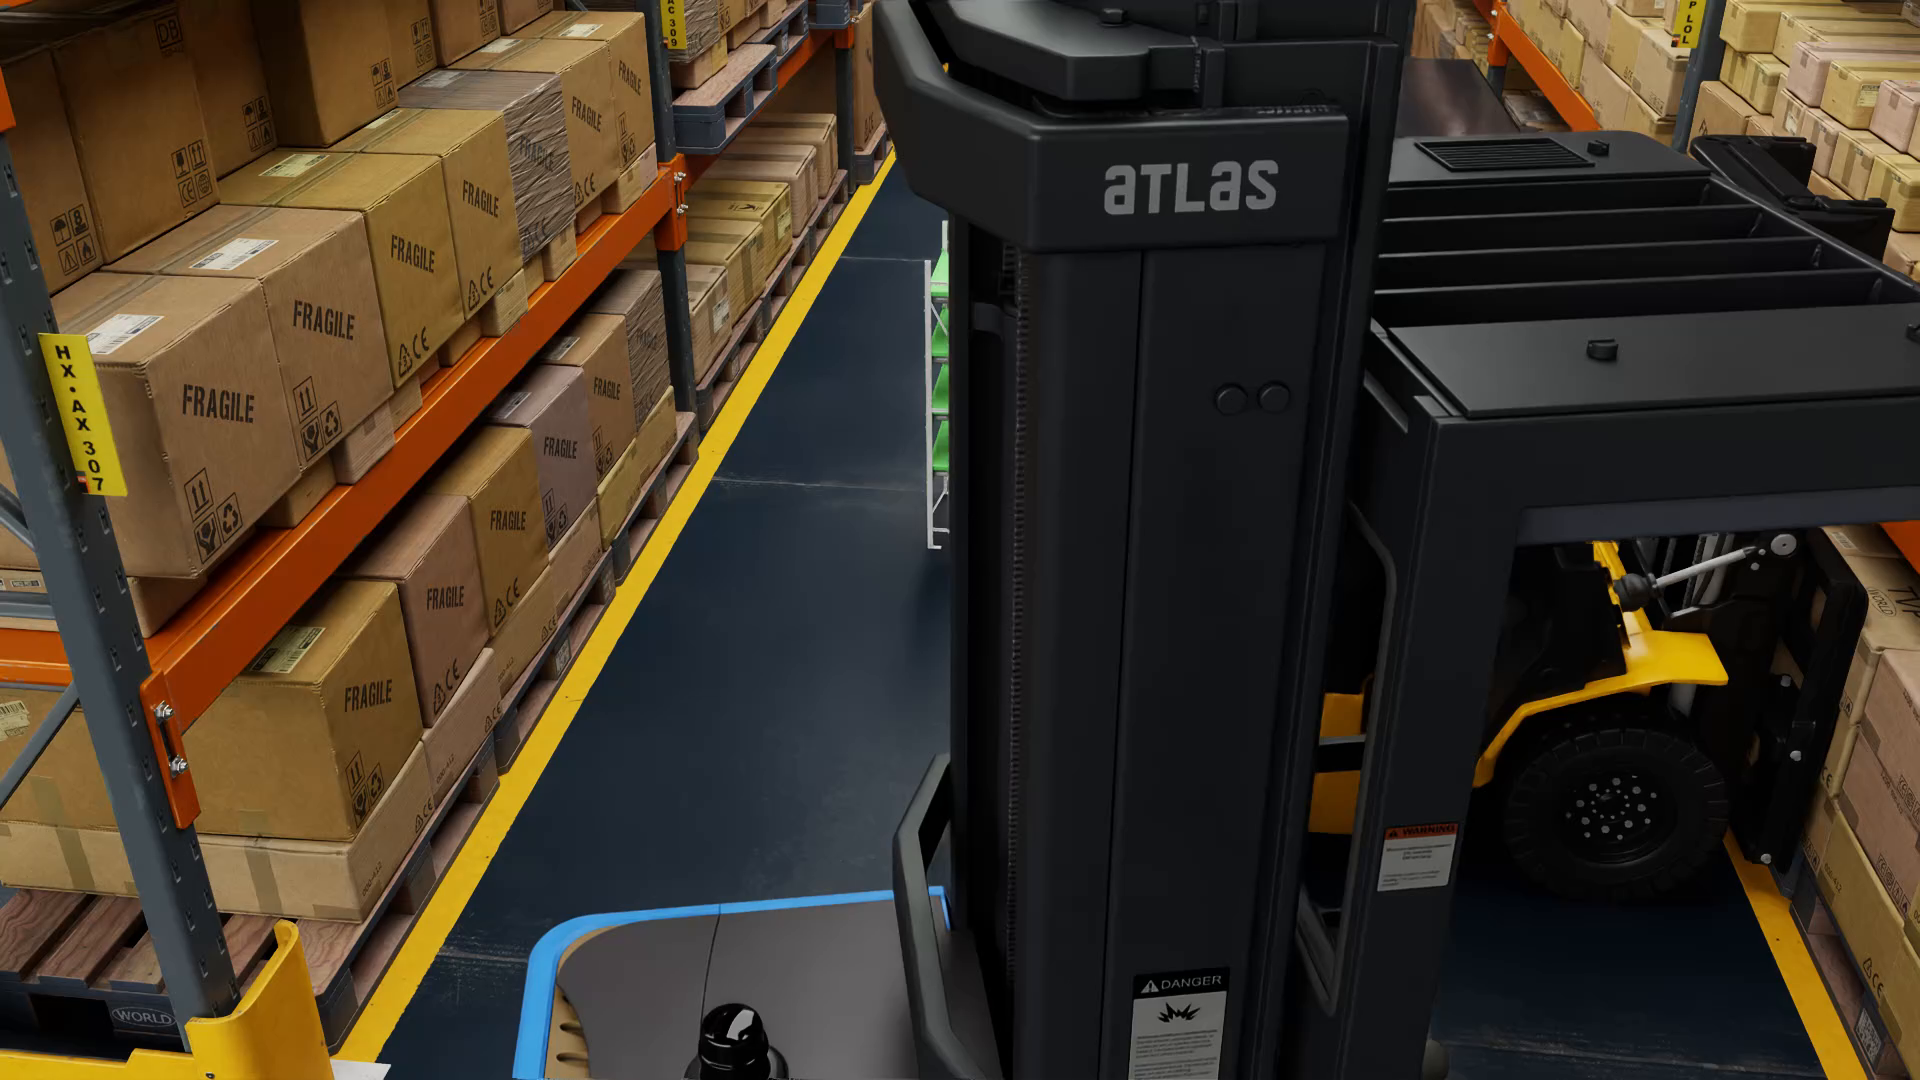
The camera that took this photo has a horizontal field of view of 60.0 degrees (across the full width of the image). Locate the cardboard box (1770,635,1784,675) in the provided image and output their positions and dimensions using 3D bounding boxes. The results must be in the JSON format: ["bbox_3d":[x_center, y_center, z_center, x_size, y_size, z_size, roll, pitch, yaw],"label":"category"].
[{"bbox_3d":[2.680,0.249,5.054,0.500,0.250,0.500,3,28,6],"label":"cardboard box"}]

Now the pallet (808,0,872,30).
[{"bbox_3d":[-1.177,-3.220,9.767,1.213,0.211,1.003,3,28,6],"label":"pallet"}]

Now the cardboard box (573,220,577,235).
[{"bbox_3d":[-1.600,-1.132,5.953,0.380,0.149,0.250,3,28,5],"label":"cardboard box"}]

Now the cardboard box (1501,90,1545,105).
[{"bbox_3d":[3.570,-2.656,10.710,0.500,0.500,0.500,4,29,8],"label":"cardboard box"}]

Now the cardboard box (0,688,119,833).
[{"bbox_3d":[-2.337,0.422,4.469,0.500,0.500,0.500,4,29,7],"label":"cardboard box"}]

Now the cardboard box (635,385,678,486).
[{"bbox_3d":[-1.491,-0.444,6.868,0.500,0.250,0.500,5,29,9],"label":"cardboard box"}]

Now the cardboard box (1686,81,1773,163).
[{"bbox_3d":[2.928,-1.327,5.945,0.500,0.500,0.500,3,28,5],"label":"cardboard box"}]

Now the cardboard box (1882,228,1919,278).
[{"bbox_3d":[2.736,-0.607,4.609,0.500,0.500,0.500,4,29,7],"label":"cardboard box"}]

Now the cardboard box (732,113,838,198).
[{"bbox_3d":[-1.275,-2.409,10.387,0.950,0.372,0.625,1,28,3],"label":"cardboard box"}]

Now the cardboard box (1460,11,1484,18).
[{"bbox_3d":[3.811,-3.712,11.987,0.380,0.149,0.250,3,29,6],"label":"cardboard box"}]

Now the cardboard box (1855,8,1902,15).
[{"bbox_3d":[3.497,-1.959,6.435,0.380,0.149,0.250,3,28,5],"label":"cardboard box"}]

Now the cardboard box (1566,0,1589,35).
[{"bbox_3d":[3.252,-2.596,8.038,0.500,0.250,0.500,4,29,7],"label":"cardboard box"}]

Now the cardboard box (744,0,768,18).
[{"bbox_3d":[-1.209,-2.795,7.914,0.500,0.500,0.500,3,28,6],"label":"cardboard box"}]

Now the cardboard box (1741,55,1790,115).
[{"bbox_3d":[2.911,-1.550,5.675,0.380,0.149,0.250,4,29,7],"label":"cardboard box"}]

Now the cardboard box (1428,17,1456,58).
[{"bbox_3d":[3.818,-3.627,12.512,0.500,0.500,0.500,3,28,5],"label":"cardboard box"}]

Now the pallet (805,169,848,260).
[{"bbox_3d":[-1.293,-2.051,10.335,1.003,0.211,1.213,3,28,6],"label":"pallet"}]

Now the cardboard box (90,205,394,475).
[{"bbox_3d":[-1.782,-0.507,4.109,0.500,0.500,0.500,4,29,8],"label":"cardboard box"}]

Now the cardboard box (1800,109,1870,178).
[{"bbox_3d":[2.769,-1.190,5.007,0.380,0.149,0.250,3,28,6],"label":"cardboard box"}]

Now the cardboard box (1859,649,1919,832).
[{"bbox_3d":[2.554,0.516,4.032,0.500,0.250,0.500,4,29,7],"label":"cardboard box"}]

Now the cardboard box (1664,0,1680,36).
[{"bbox_3d":[3.076,-2.103,6.701,0.380,0.149,0.250,3,28,5],"label":"cardboard box"}]

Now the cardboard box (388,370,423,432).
[{"bbox_3d":[-1.724,-0.398,4.592,0.380,0.149,0.250,4,29,8],"label":"cardboard box"}]

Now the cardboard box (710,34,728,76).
[{"bbox_3d":[-1.265,-2.197,7.487,0.380,0.149,0.250,4,29,7],"label":"cardboard box"}]

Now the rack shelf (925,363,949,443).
[{"bbox_3d":[0.020,-0.550,6.640,0.258,0.148,0.480,3,28,6],"label":"rack shelf"}]

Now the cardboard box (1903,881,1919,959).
[{"bbox_3d":[2.500,0.964,3.727,0.500,0.250,0.500,3,28,6],"label":"cardboard box"}]

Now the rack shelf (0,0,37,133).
[{"bbox_3d":[-1.931,-1.826,4.573,1.077,0.370,4.000,3,28,6],"label":"rack shelf"}]

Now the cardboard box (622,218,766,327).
[{"bbox_3d":[-1.539,-1.377,8.472,0.950,0.372,0.625,5,29,9],"label":"cardboard box"}]

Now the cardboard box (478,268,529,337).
[{"bbox_3d":[-1.600,-0.764,5.270,0.380,0.149,0.250,4,29,7],"label":"cardboard box"}]

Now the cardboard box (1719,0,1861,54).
[{"bbox_3d":[2.907,-1.805,5.834,0.380,0.149,0.250,4,29,7],"label":"cardboard box"}]

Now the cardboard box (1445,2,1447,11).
[{"bbox_3d":[3.916,-4.073,12.657,0.380,0.149,0.250,3,28,5],"label":"cardboard box"}]

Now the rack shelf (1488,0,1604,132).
[{"bbox_3d":[3.486,-2.102,8.247,1.077,0.370,4.000,3,28,6],"label":"rack shelf"}]

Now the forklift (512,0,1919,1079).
[{"bbox_3d":[0.735,0.509,2.715,3.031,2.935,1.130,-3,29,-6],"label":"forklift"}]

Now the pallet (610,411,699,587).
[{"bbox_3d":[-1.733,-0.218,6.932,1.003,0.211,1.213,3,28,6],"label":"pallet"}]

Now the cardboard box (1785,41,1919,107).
[{"bbox_3d":[2.809,-1.440,5.158,0.380,0.149,0.250,4,29,7],"label":"cardboard box"}]

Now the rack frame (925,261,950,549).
[{"bbox_3d":[-0.010,-0.491,6.397,0.240,1.200,0.015,3,28,6],"label":"rack frame"}]

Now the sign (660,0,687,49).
[{"bbox_3d":[-1.146,-2.117,6.604,0.100,0.325,0.005,3,28,6],"label":"sign"}]

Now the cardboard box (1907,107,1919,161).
[{"bbox_3d":[2.815,-1.075,4.480,0.380,0.149,0.250,3,29,6],"label":"cardboard box"}]

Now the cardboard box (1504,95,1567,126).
[{"bbox_3d":[3.641,-2.206,9.744,0.875,0.625,0.625,4,29,8],"label":"cardboard box"}]

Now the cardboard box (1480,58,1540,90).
[{"bbox_3d":[3.540,-2.977,10.622,0.380,0.149,0.250,2,28,4],"label":"cardboard box"}]

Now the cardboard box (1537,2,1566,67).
[{"bbox_3d":[3.311,-2.620,8.608,0.500,0.250,0.500,2,28,5],"label":"cardboard box"}]

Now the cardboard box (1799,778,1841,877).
[{"bbox_3d":[2.635,0.724,4.701,0.500,0.250,0.500,4,29,7],"label":"cardboard box"}]

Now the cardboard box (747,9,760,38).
[{"bbox_3d":[-1.201,-2.569,8.179,0.380,0.149,0.250,4,29,7],"label":"cardboard box"}]

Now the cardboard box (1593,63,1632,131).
[{"bbox_3d":[3.099,-1.900,7.273,0.500,0.250,0.500,3,28,6],"label":"cardboard box"}]

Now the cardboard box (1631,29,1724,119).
[{"bbox_3d":[3.047,-1.877,6.702,0.500,0.250,0.500,3,28,5],"label":"cardboard box"}]

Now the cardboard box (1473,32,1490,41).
[{"bbox_3d":[3.696,-3.350,11.315,0.380,0.149,0.250,4,29,8],"label":"cardboard box"}]

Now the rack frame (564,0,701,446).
[{"bbox_3d":[-1.686,-1.764,6.861,1.000,3.000,0.127,3,28,6],"label":"rack frame"}]

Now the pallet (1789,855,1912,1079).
[{"bbox_3d":[2.803,1.271,4.168,1.003,0.211,1.213,3,28,6],"label":"pallet"}]

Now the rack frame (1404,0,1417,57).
[{"bbox_3d":[4.221,-5.243,13.319,1.000,3.000,0.127,3,28,6],"label":"rack frame"}]

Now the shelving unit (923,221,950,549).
[{"bbox_3d":[0.020,-0.606,6.610,0.258,1.200,0.503,3,28,6],"label":"shelving unit"}]

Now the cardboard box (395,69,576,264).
[{"bbox_3d":[-1.609,-1.228,5.447,0.500,0.500,0.500,4,29,8],"label":"cardboard box"}]

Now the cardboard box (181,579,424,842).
[{"bbox_3d":[-1.800,0.440,4.436,0.500,0.500,0.500,2,28,4],"label":"cardboard box"}]

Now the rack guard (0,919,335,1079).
[{"bbox_3d":[-2.167,1.184,4.025,1.175,0.500,0.348,3,28,6],"label":"rack guard"}]

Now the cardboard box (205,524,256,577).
[{"bbox_3d":[-1.912,-0.038,3.922,0.380,0.149,0.250,4,29,7],"label":"cardboard box"}]

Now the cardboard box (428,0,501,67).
[{"bbox_3d":[-2.039,-1.945,5.725,0.700,0.500,0.500,4,29,6],"label":"cardboard box"}]

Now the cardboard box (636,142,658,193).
[{"bbox_3d":[-1.423,-1.484,6.607,0.380,0.149,0.250,3,28,6],"label":"cardboard box"}]

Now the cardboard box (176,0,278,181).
[{"bbox_3d":[-2.300,-1.233,4.403,0.700,0.500,0.500,3,28,6],"label":"cardboard box"}]

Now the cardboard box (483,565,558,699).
[{"bbox_3d":[-1.678,0.284,5.517,0.500,0.250,0.500,5,29,10],"label":"cardboard box"}]

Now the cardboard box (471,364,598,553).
[{"bbox_3d":[-1.614,-0.294,5.799,0.500,0.500,0.500,5,29,9],"label":"cardboard box"}]
